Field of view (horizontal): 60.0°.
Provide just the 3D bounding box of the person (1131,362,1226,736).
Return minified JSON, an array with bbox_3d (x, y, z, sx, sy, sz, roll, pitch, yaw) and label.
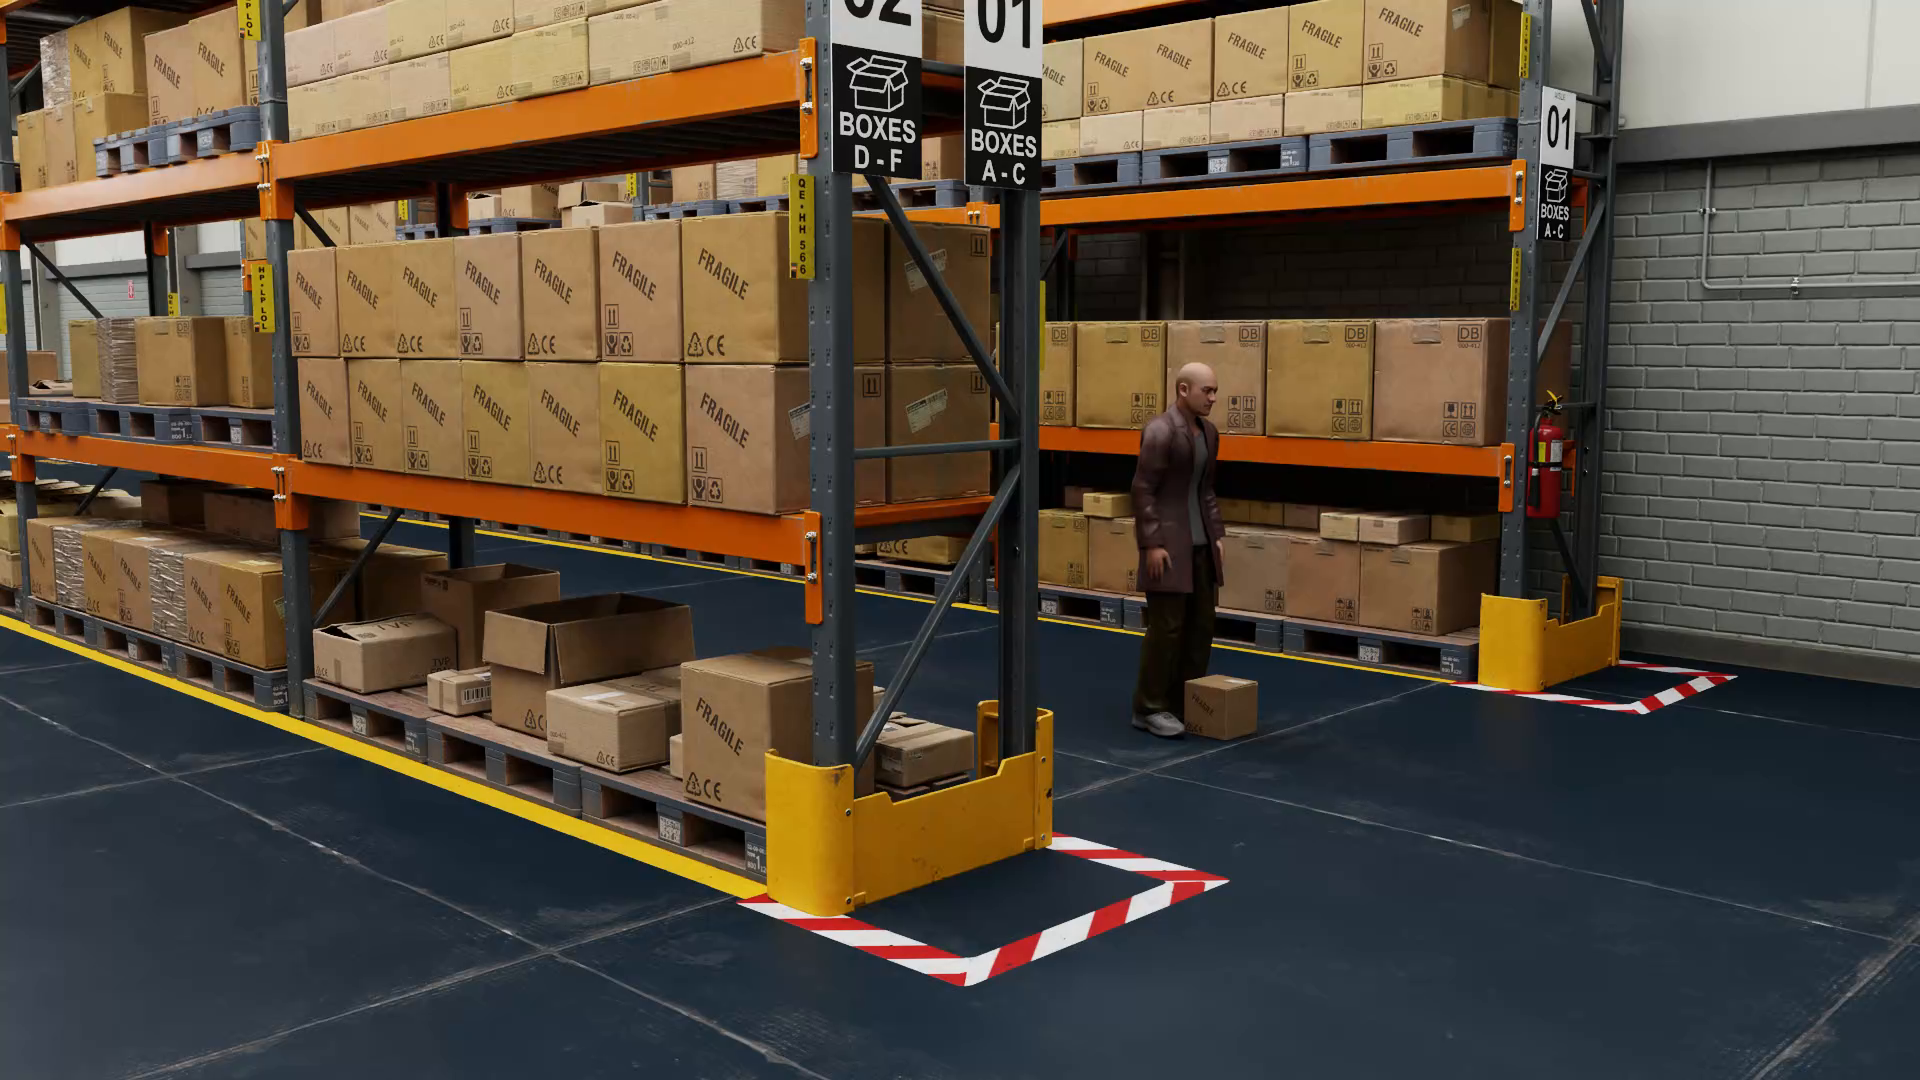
[{"bbox_3d":[1.076,0.084,8.090,0.417,1.659,0.652,6,9,42],"label":"person"}]
